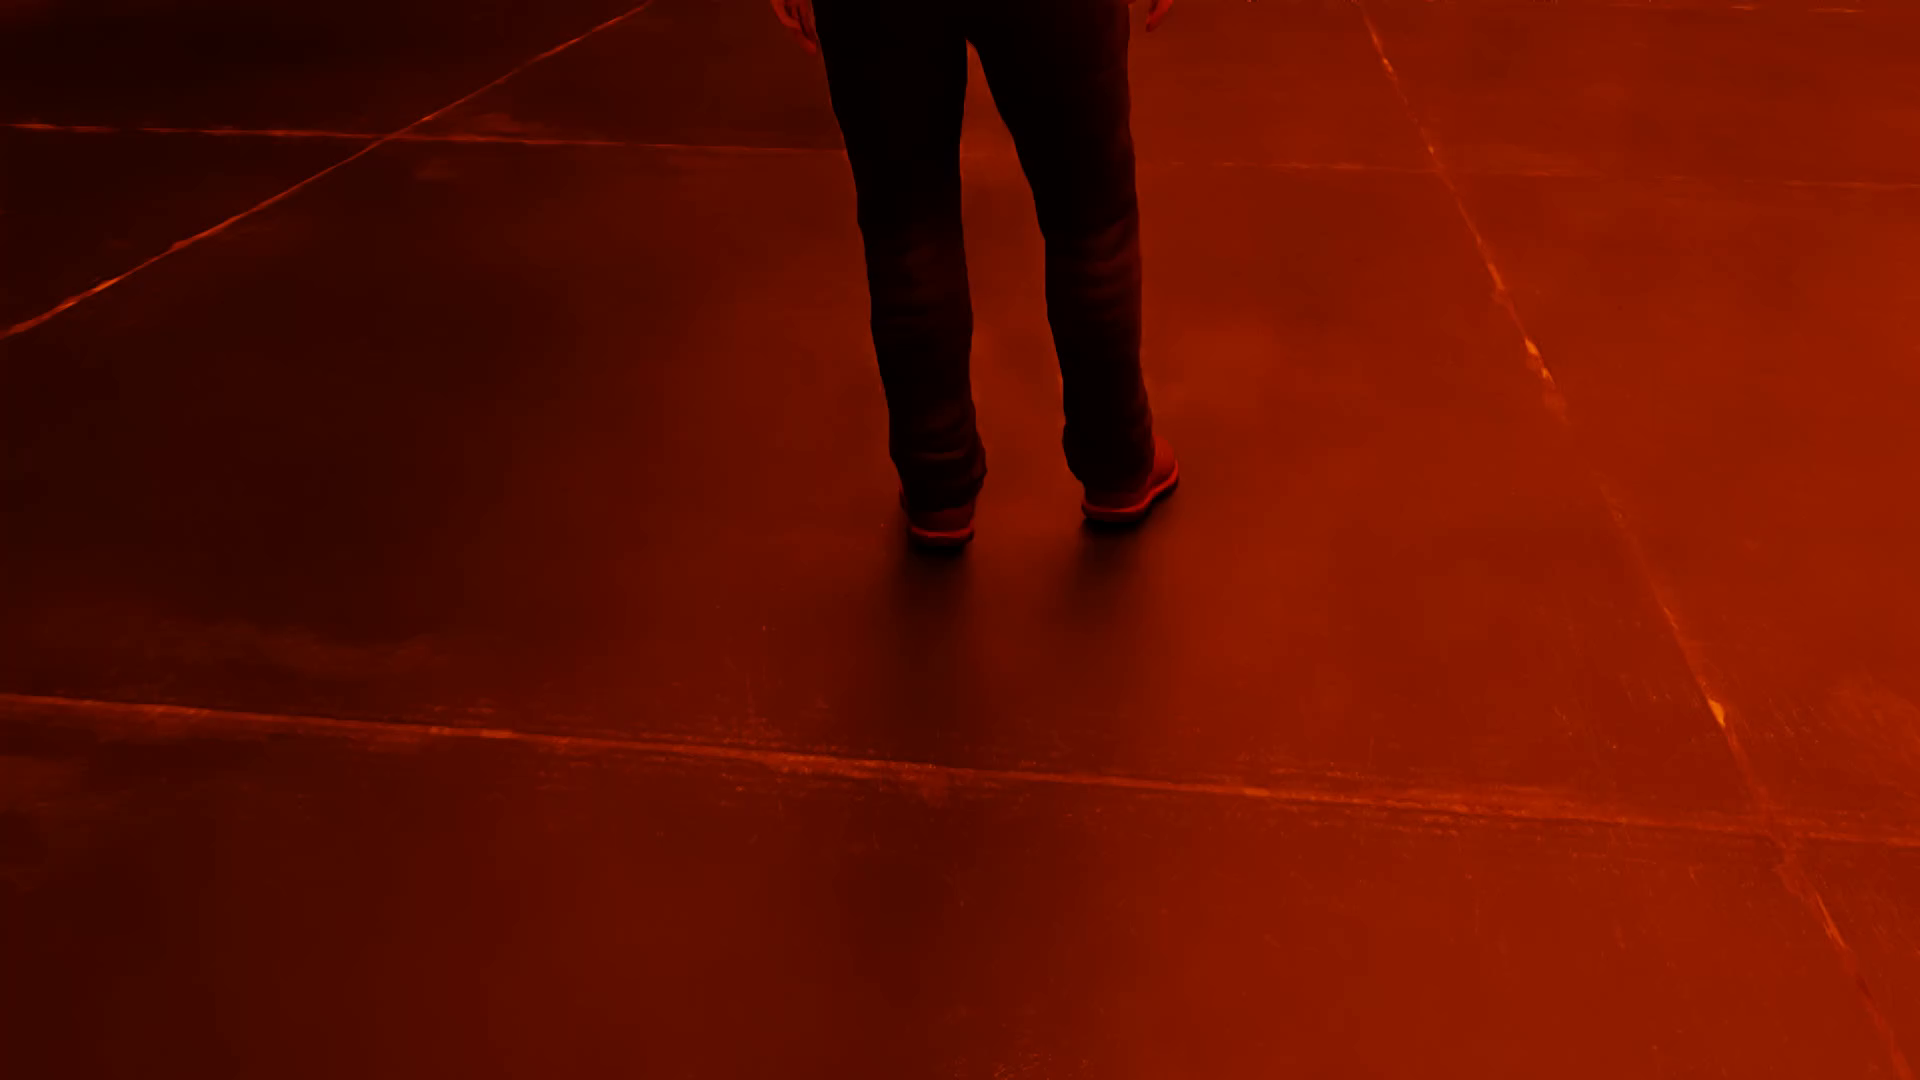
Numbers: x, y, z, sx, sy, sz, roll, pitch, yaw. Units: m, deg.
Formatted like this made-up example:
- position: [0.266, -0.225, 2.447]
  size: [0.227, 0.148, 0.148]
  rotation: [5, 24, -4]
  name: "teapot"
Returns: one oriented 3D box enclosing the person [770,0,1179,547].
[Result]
- position: [0.034, -0.782, 2.206]
  size: [0.599, 1.650, 0.502]
  rotation: [3, 27, 7]
  name: "person"
